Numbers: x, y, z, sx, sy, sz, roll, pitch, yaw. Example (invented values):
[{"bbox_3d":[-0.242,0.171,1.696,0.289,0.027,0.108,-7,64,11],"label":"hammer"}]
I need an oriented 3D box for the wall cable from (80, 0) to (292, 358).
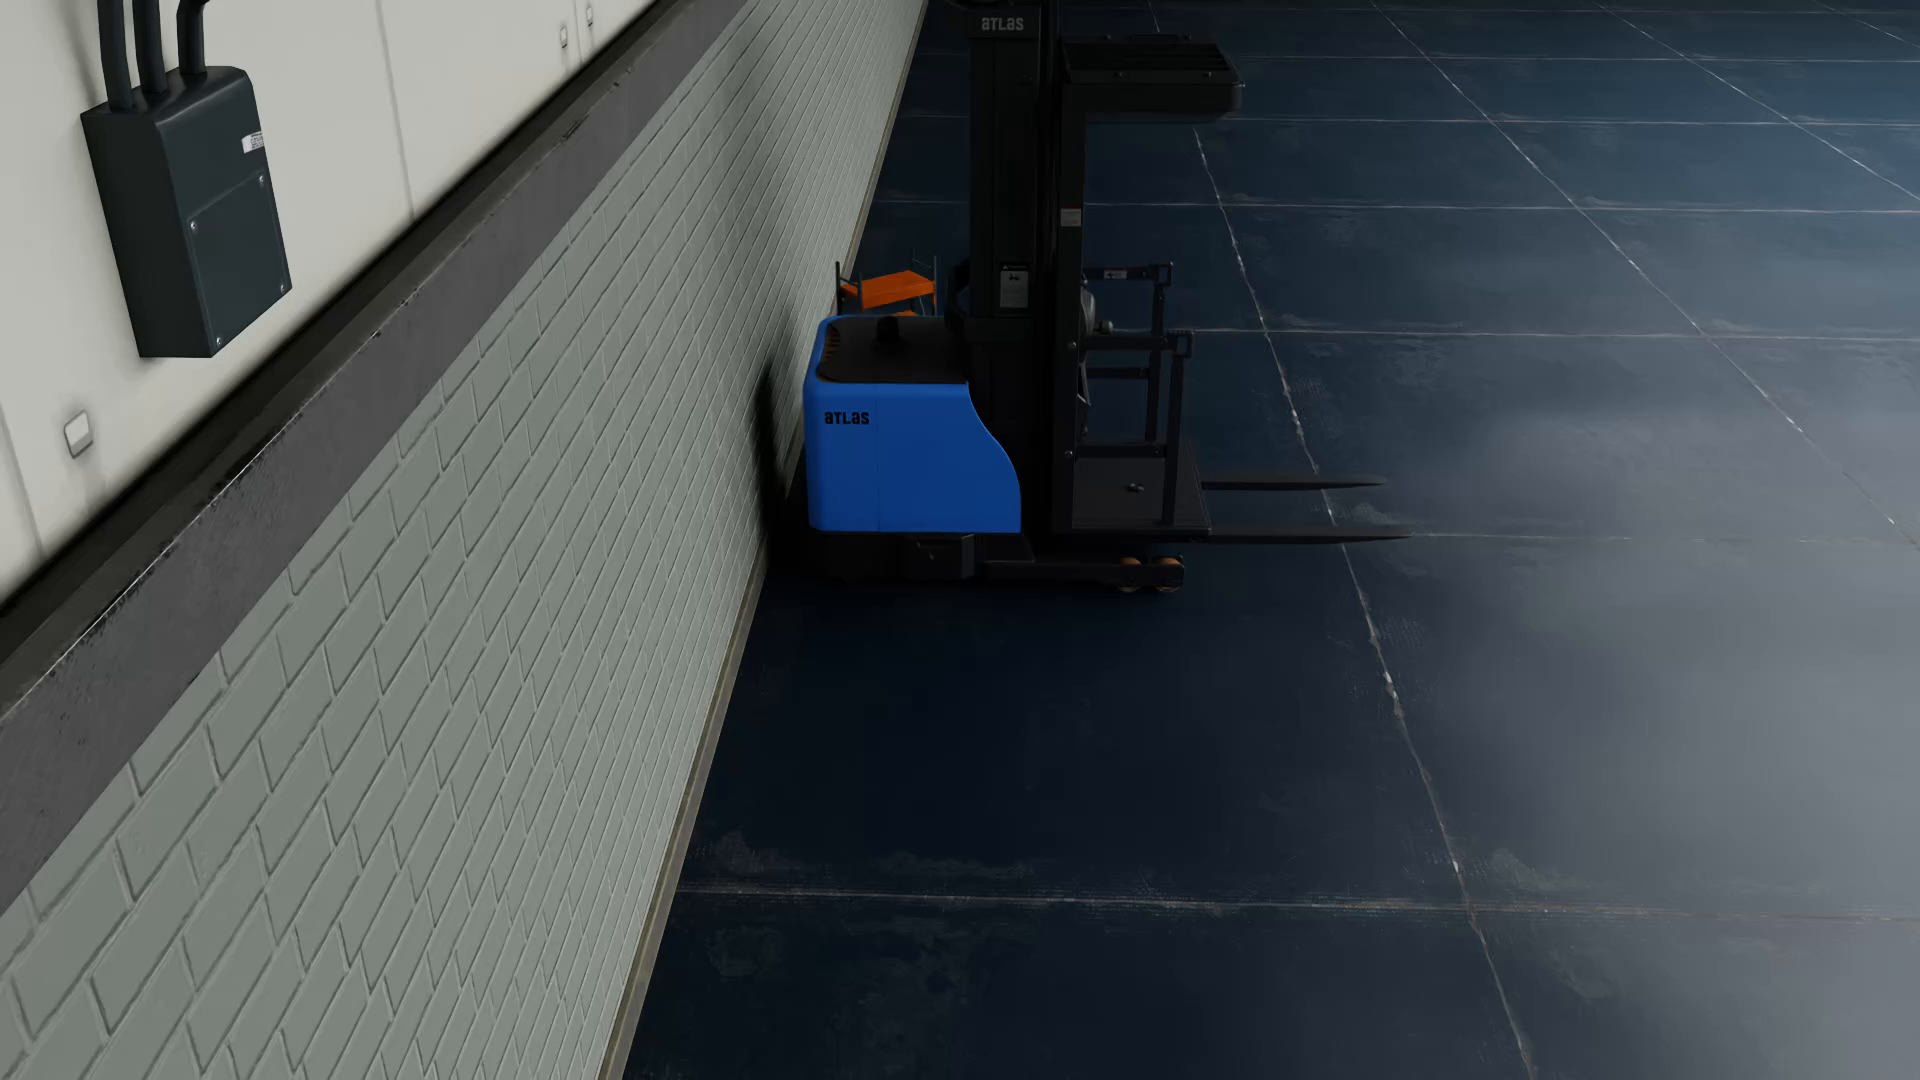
[{"bbox_3d":[-1.083,-3.456,2.030,0.169,6.003,2.305,1,28,2],"label":"wall cable"}]

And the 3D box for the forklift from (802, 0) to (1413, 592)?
[{"bbox_3d":[0.758,-1.289,8.052,3.031,2.935,1.130,0,28,1],"label":"forklift"}]

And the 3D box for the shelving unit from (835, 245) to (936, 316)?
[{"bbox_3d":[-0.405,-1.007,9.368,0.503,1.200,0.258,-19,33,-31],"label":"shelving unit"}]

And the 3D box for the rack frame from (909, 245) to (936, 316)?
[{"bbox_3d":[-0.207,-1.074,9.495,0.015,1.200,0.240,-19,33,-31],"label":"rack frame"}]

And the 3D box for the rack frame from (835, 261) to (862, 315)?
[{"bbox_3d":[-0.602,-0.940,9.241,0.015,1.200,0.240,-19,33,-31],"label":"rack frame"}]

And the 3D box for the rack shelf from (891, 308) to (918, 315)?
[{"bbox_3d":[-0.405,-1.145,9.295,0.480,0.148,0.258,-19,33,-31],"label":"rack shelf"}]

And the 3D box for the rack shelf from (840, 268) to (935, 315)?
[{"bbox_3d":[-0.405,-1.354,9.184,0.480,0.148,0.258,-19,33,-31],"label":"rack shelf"}]
